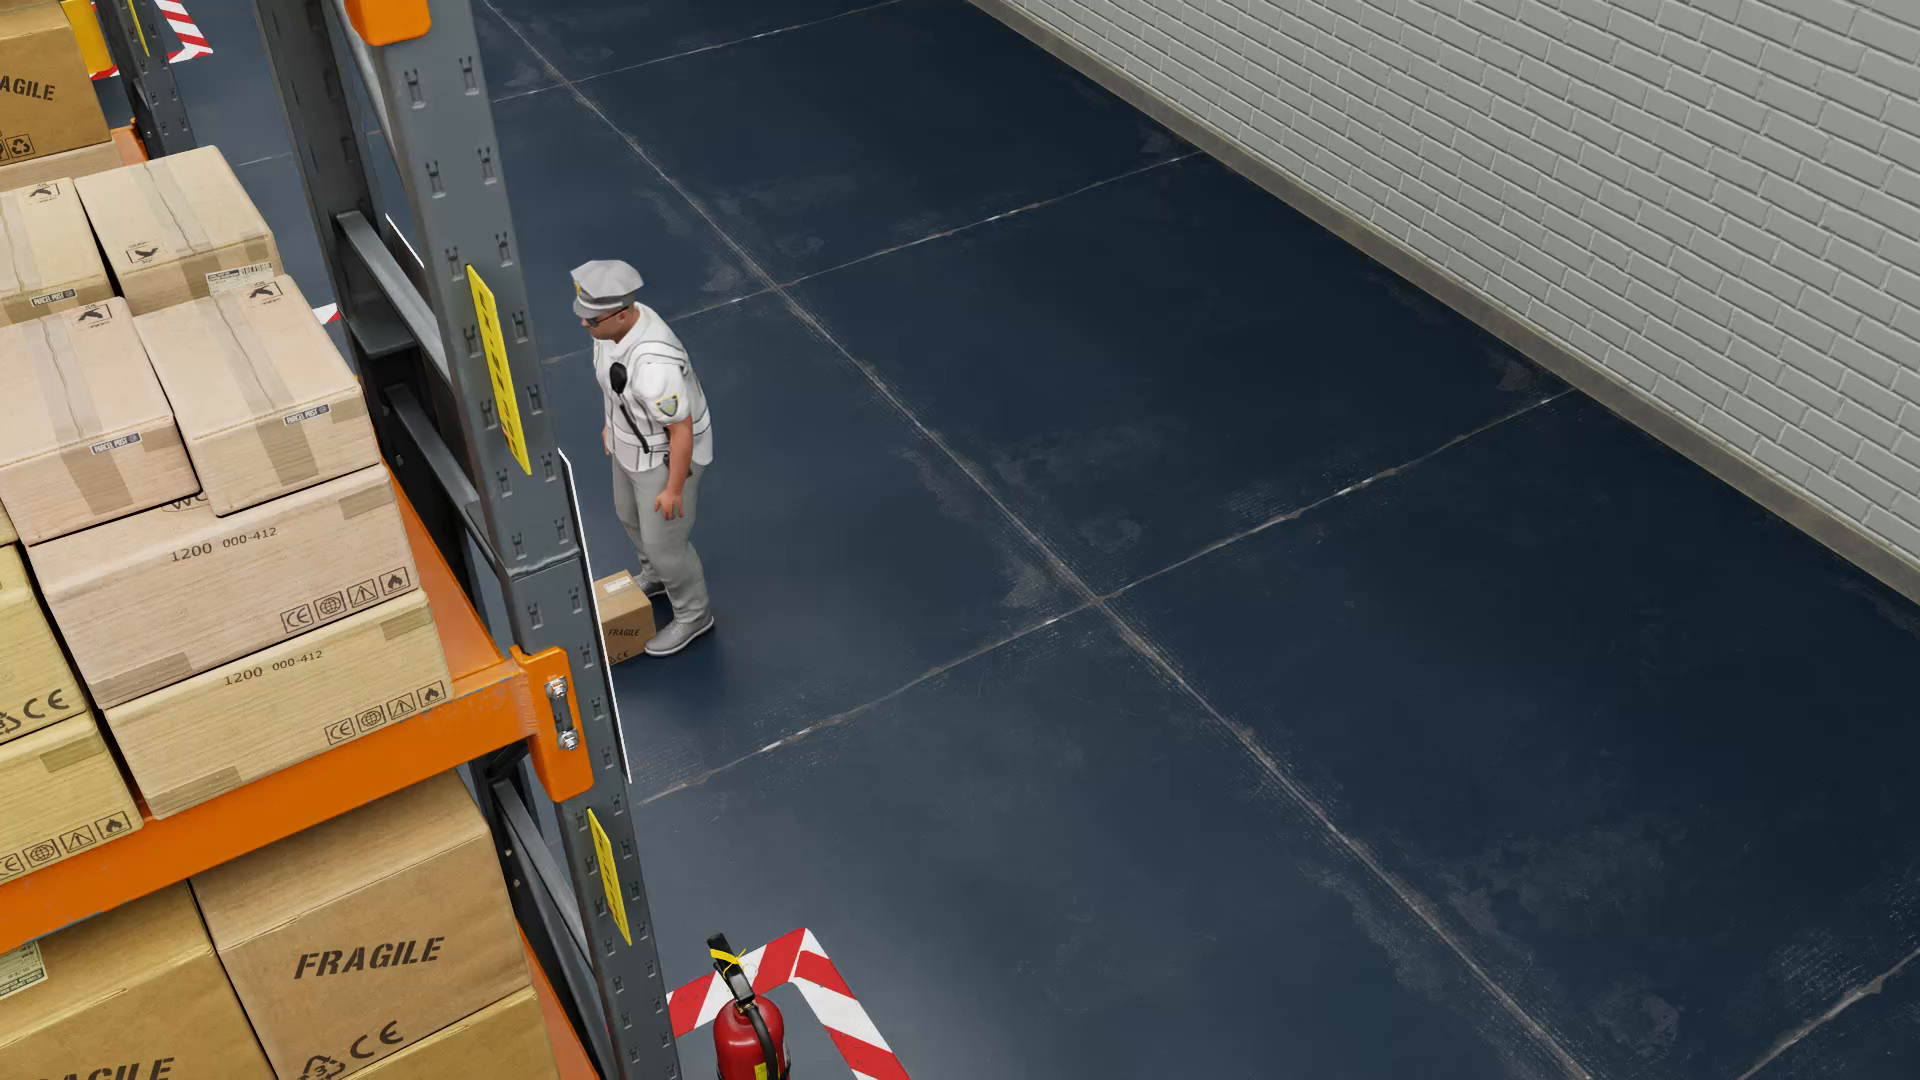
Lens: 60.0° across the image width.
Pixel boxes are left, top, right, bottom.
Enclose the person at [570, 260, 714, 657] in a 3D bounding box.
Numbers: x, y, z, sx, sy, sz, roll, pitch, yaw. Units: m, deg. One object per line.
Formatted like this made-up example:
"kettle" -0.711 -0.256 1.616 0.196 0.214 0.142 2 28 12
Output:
"person" -1.210 -0.340 6.550 0.435 1.748 0.592 -23 46 -25
